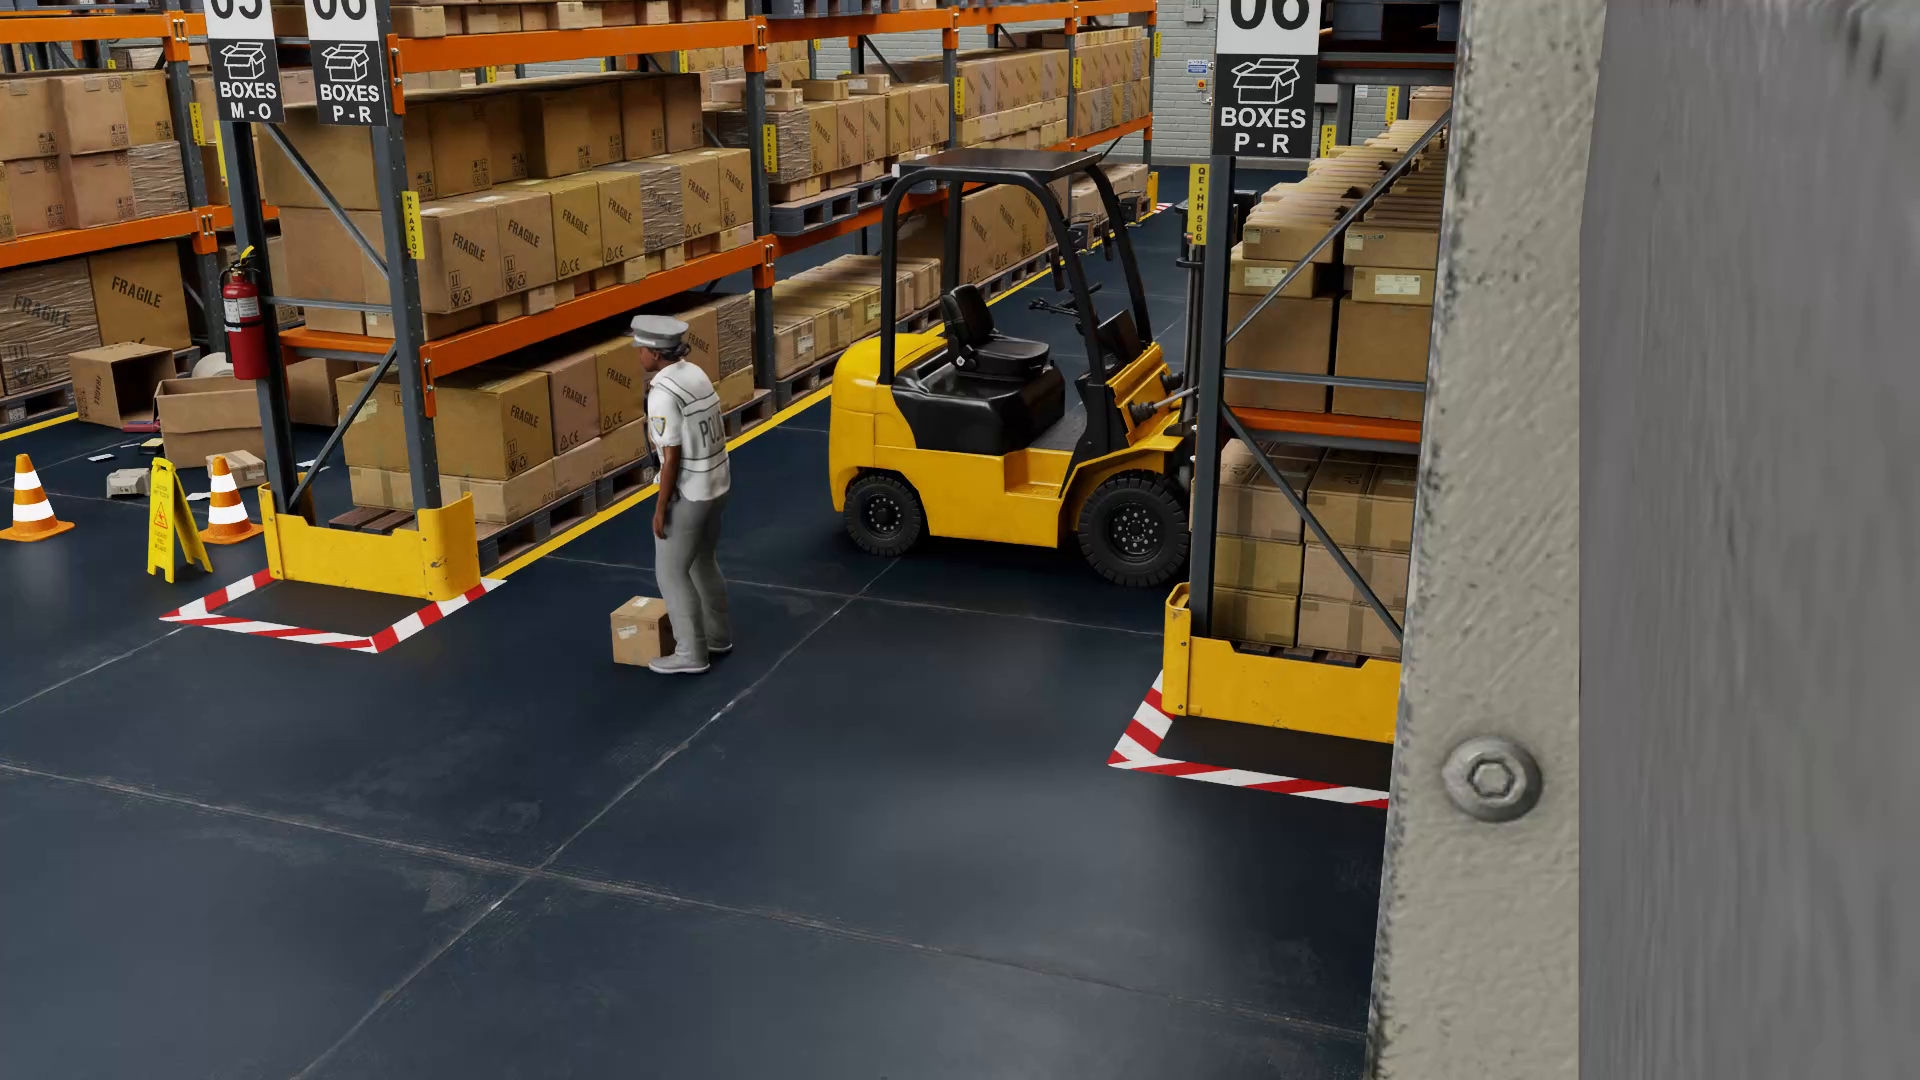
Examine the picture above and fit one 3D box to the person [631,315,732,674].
[{"bbox_3d":[-1.263,-0.207,7.638,0.396,1.662,0.532,5,19,15],"label":"person"}]
